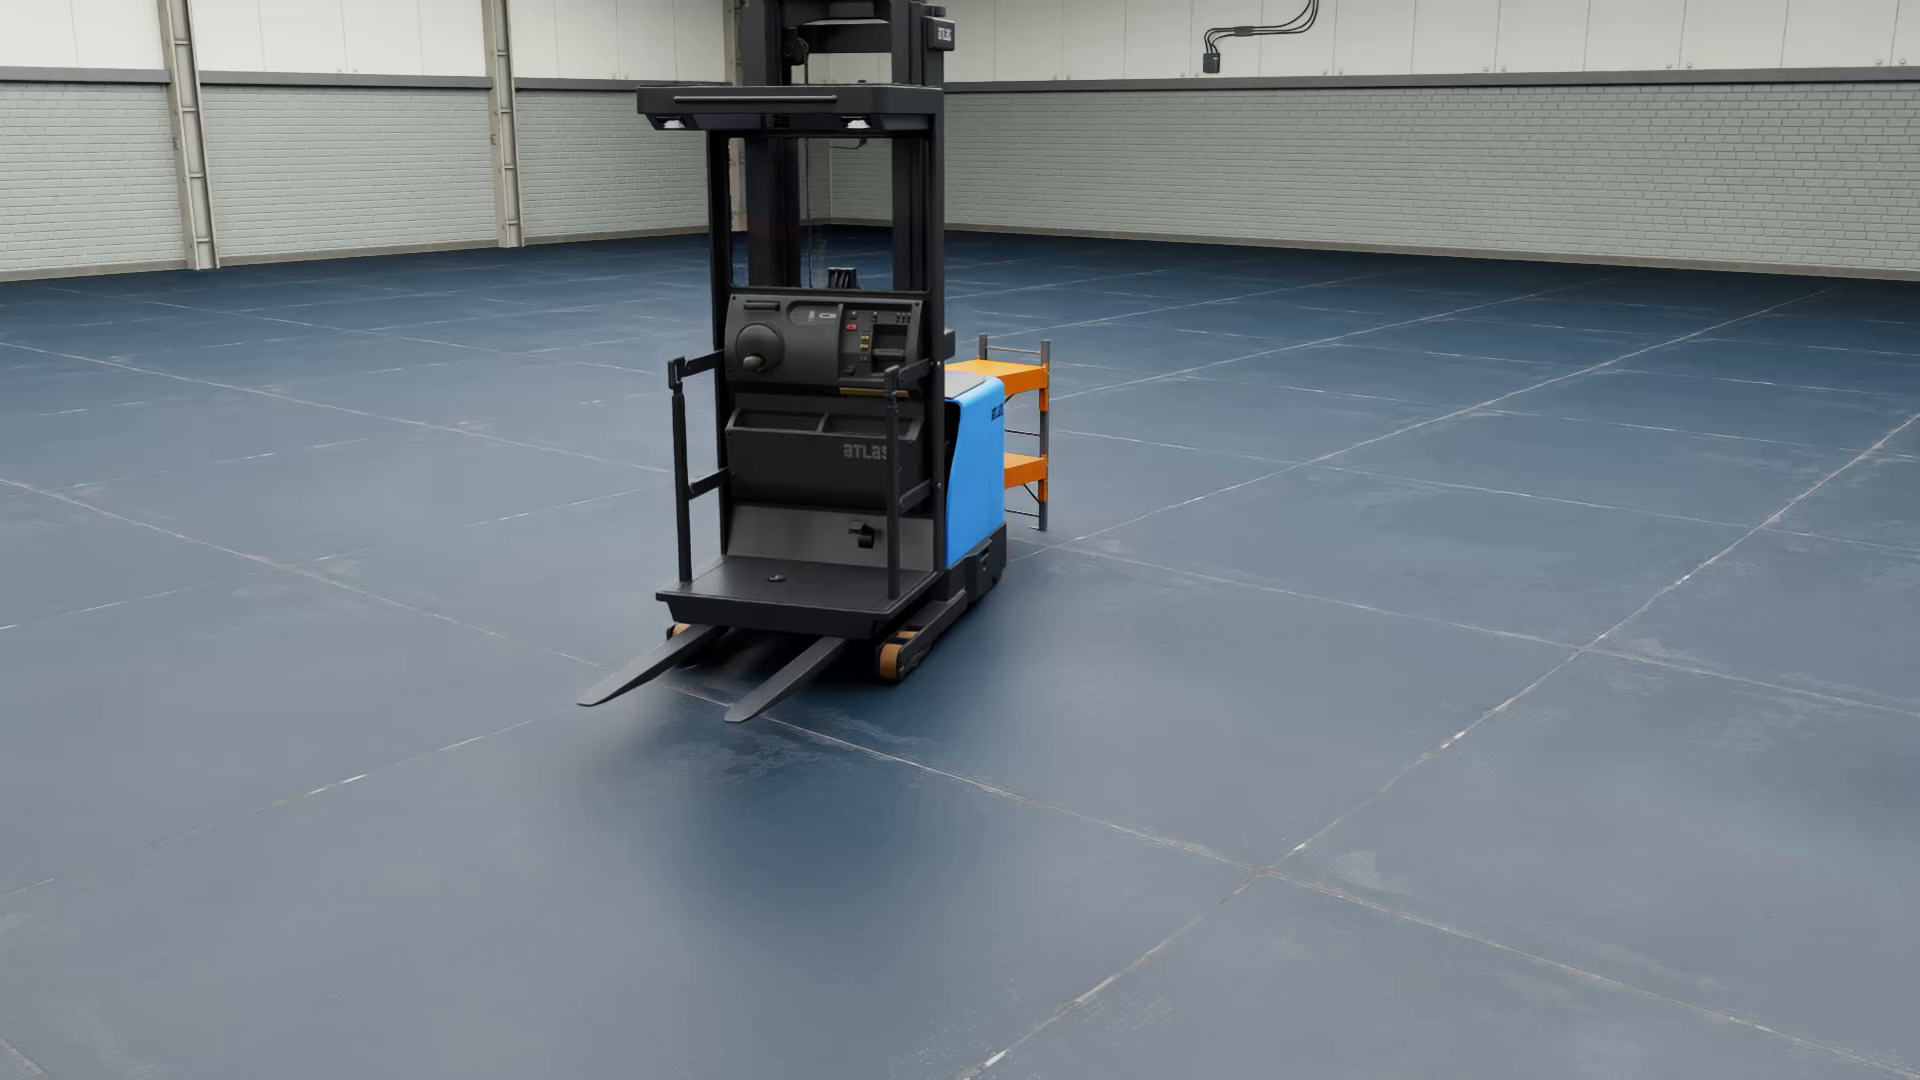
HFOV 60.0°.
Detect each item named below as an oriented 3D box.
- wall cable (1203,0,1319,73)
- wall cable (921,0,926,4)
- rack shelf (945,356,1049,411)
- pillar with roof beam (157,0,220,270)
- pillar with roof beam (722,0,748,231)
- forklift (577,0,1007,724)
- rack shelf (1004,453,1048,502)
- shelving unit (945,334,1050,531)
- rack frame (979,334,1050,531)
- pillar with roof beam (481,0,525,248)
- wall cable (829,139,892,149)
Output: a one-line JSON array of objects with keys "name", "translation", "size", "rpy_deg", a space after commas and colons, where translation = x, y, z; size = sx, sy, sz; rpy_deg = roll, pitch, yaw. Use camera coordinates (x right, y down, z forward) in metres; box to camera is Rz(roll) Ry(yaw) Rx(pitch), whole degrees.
[{"name": "wall cable", "translation": [5.522, -11.605, 30.120], "size": [2.305, 6.003, 0.169], "rpy_deg": [11, 18, 38]}, {"name": "wall cable", "translation": [0.252, -11.953, 34.446], "size": [3.097, 2.526, 0.112], "rpy_deg": [11, 18, 38]}, {"name": "rack shelf", "translation": [-0.004, -0.828, 9.407], "size": [0.538, 0.278, 1.000], "rpy_deg": [11, 18, 38]}, {"name": "pillar with roof beam", "translation": [-8.926, -8.105, 23.250], "size": [9.100, 9.000, 0.400], "rpy_deg": [11, 18, 38]}, {"name": "pillar with roof beam", "translation": [-1.384, -10.403, 32.296], "size": [9.100, 9.000, 0.400], "rpy_deg": [11, 18, 38]}, {"name": "forklift", "translation": [-0.679, -0.917, 7.279], "size": [1.130, 2.935, 3.031], "rpy_deg": [4, 15, 17]}, {"name": "rack shelf", "translation": [-0.004, -0.307, 9.540], "size": [0.538, 0.278, 1.000], "rpy_deg": [11, 18, 38]}, {"name": "shelving unit", "translation": [-0.004, -0.544, 9.479], "size": [0.538, 1.125, 1.048], "rpy_deg": [11, 18, 38]}, {"name": "rack frame", "translation": [0.315, -0.641, 9.863], "size": [0.500, 1.125, 0.032], "rpy_deg": [11, 18, 38]}, {"name": "pillar with roof beam", "translation": [-5.155, -9.254, 27.773], "size": [9.100, 9.000, 0.400], "rpy_deg": [11, 18, 38]}, {"name": "wall cable", "translation": [-1.852, -9.924, 36.716], "size": [3.097, 2.526, 0.112], "rpy_deg": [11, 18, 38]}]
